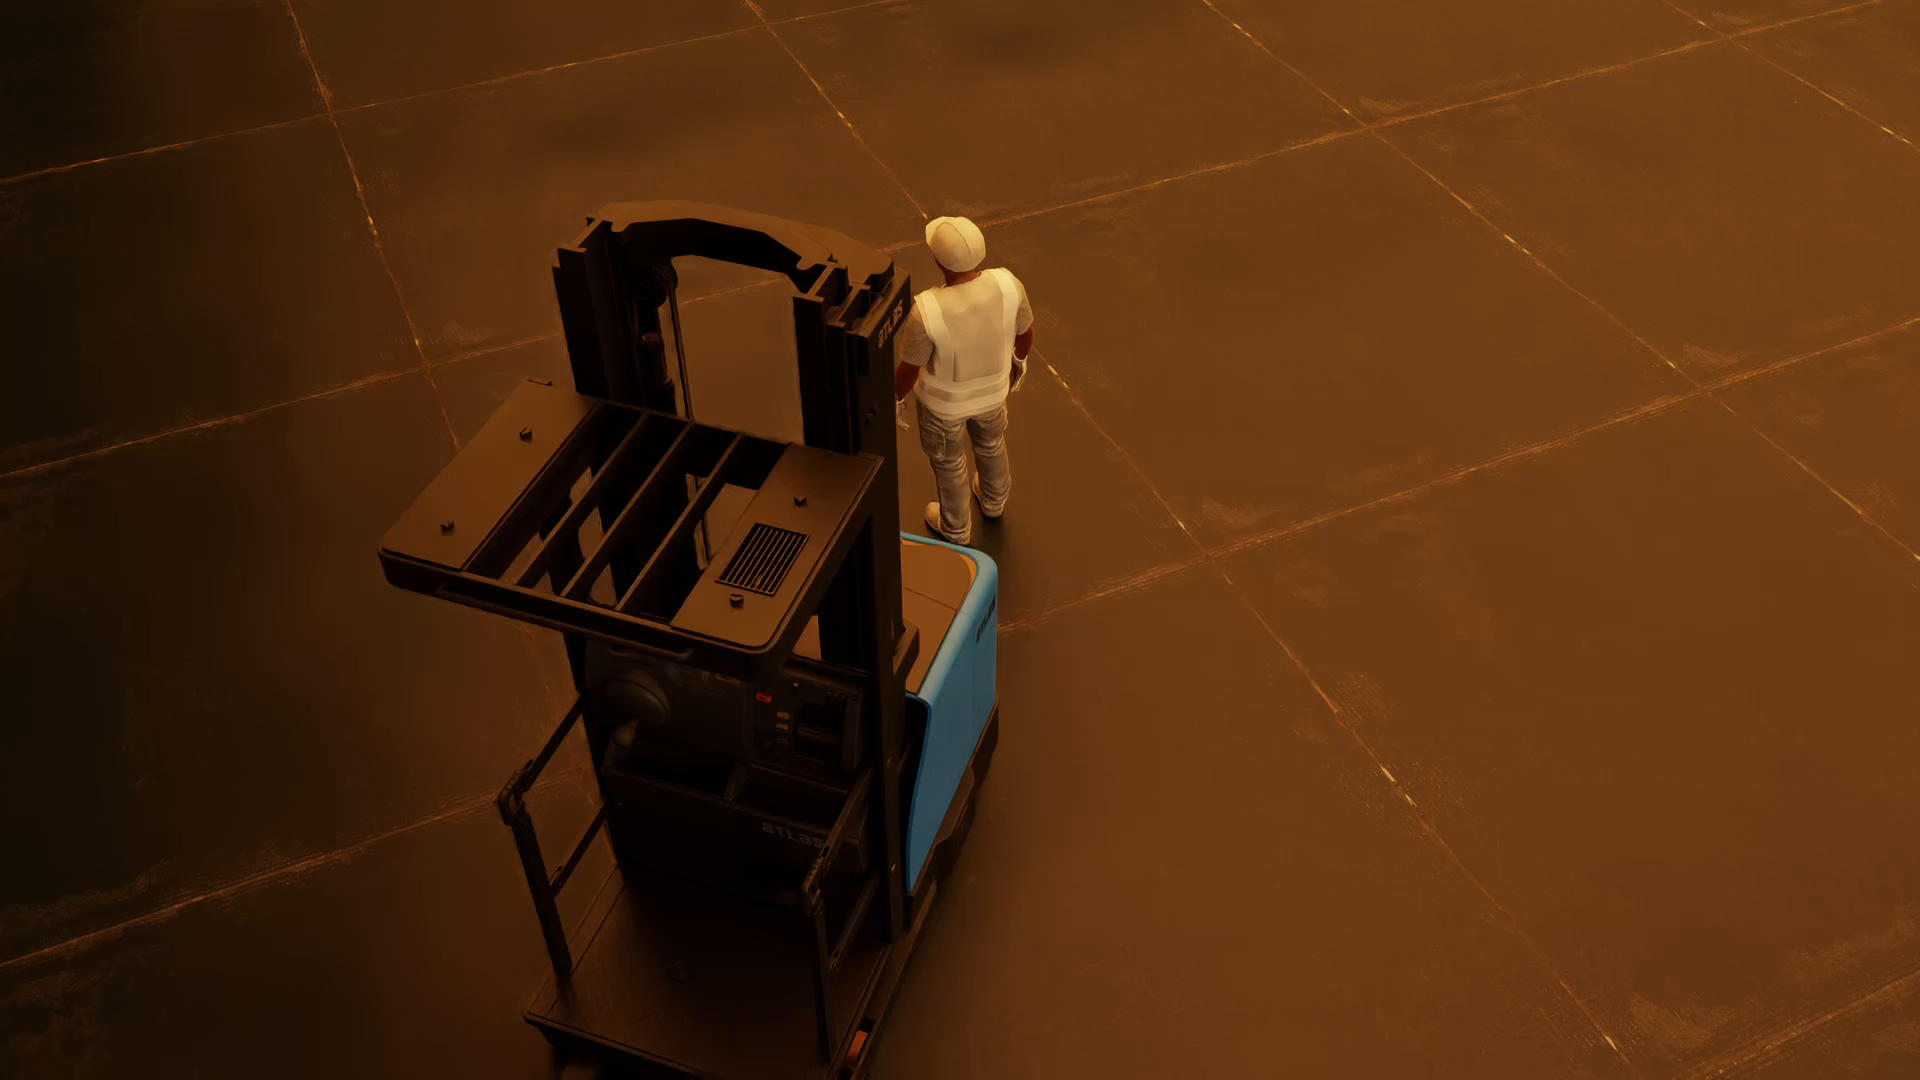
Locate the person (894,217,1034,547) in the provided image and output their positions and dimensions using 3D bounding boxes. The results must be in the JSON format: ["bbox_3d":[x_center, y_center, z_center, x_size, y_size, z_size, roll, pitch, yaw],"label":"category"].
[{"bbox_3d":[-0.024,-0.704,7.266,0.656,1.784,0.575,-18,46,-18],"label":"person"}]

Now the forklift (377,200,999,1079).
[{"bbox_3d":[-0.811,0.605,5.032,1.130,2.935,3.031,13,45,14],"label":"forklift"}]
